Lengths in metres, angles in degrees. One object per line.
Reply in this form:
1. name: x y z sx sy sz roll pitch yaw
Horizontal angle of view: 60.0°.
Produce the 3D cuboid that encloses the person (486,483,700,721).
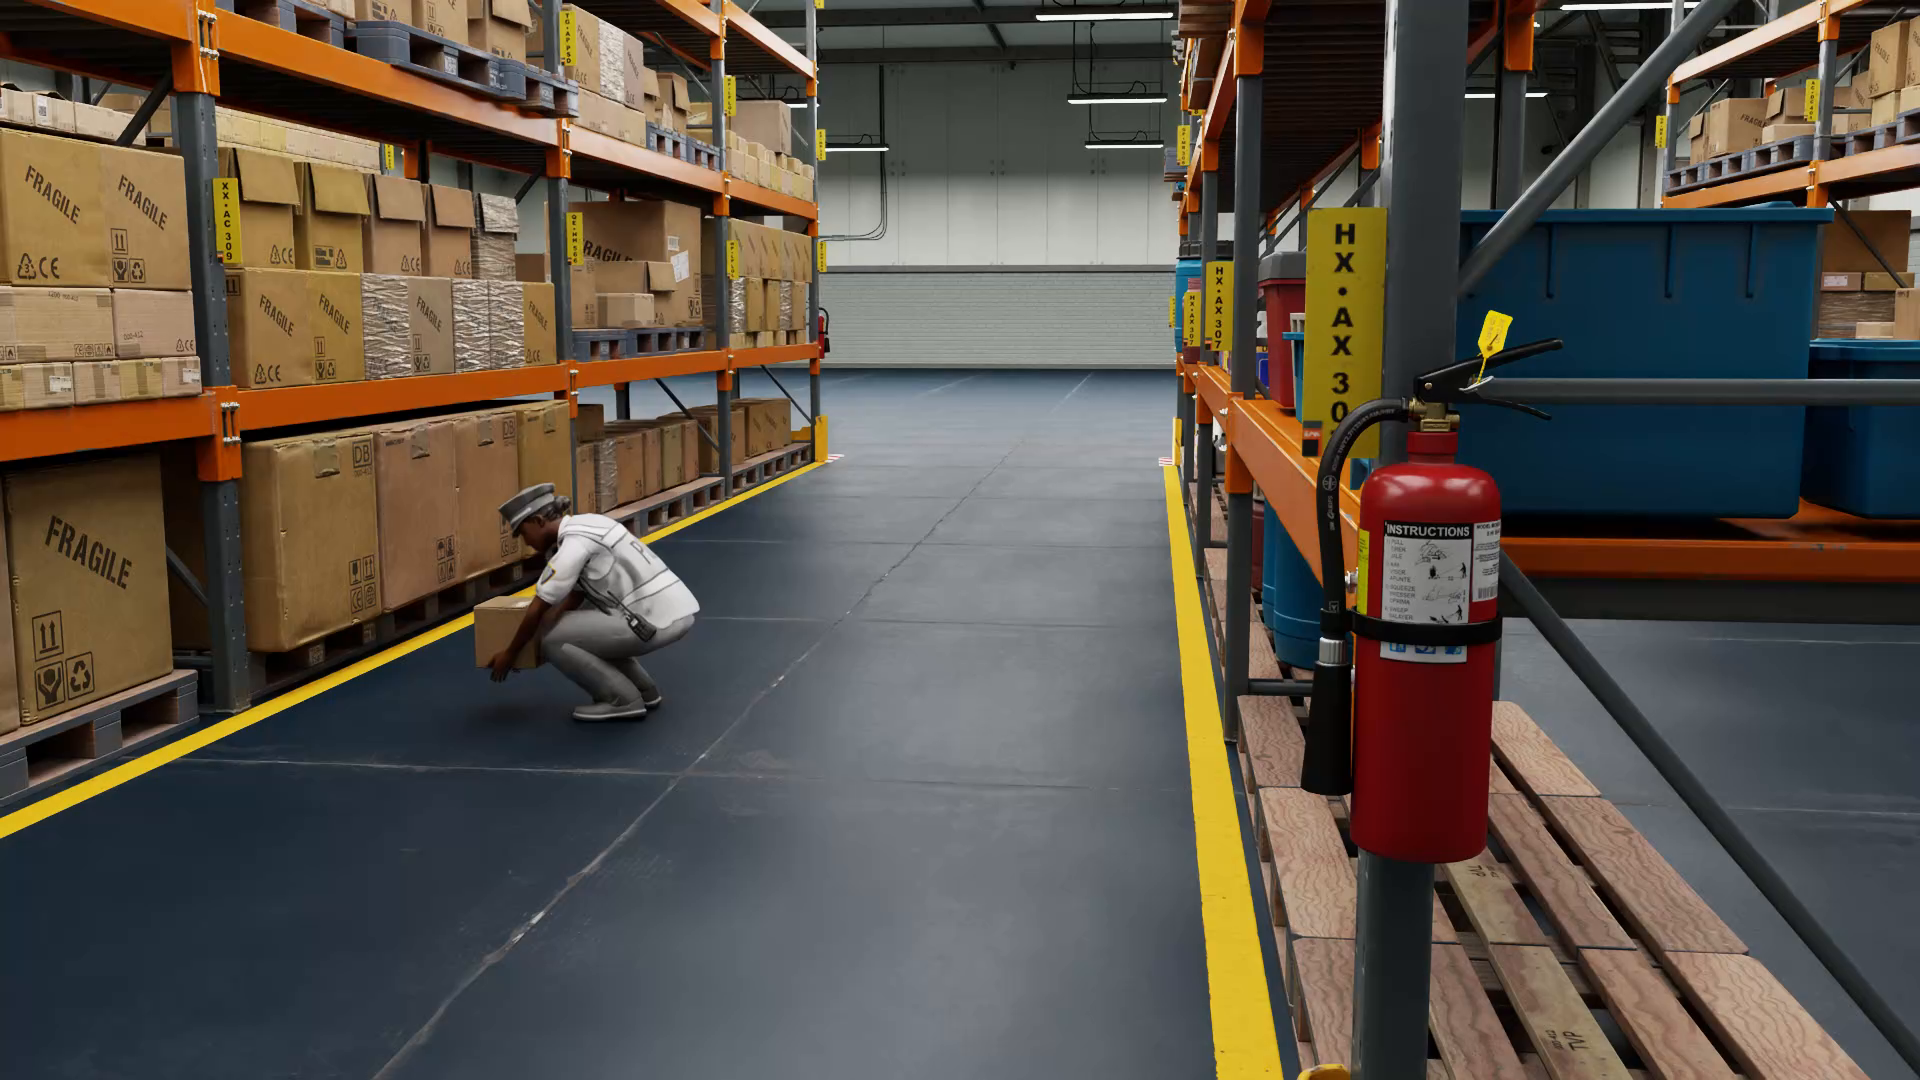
1. person: -1.479 0.239 6.732 0.823 0.957 0.509 1 8 6
